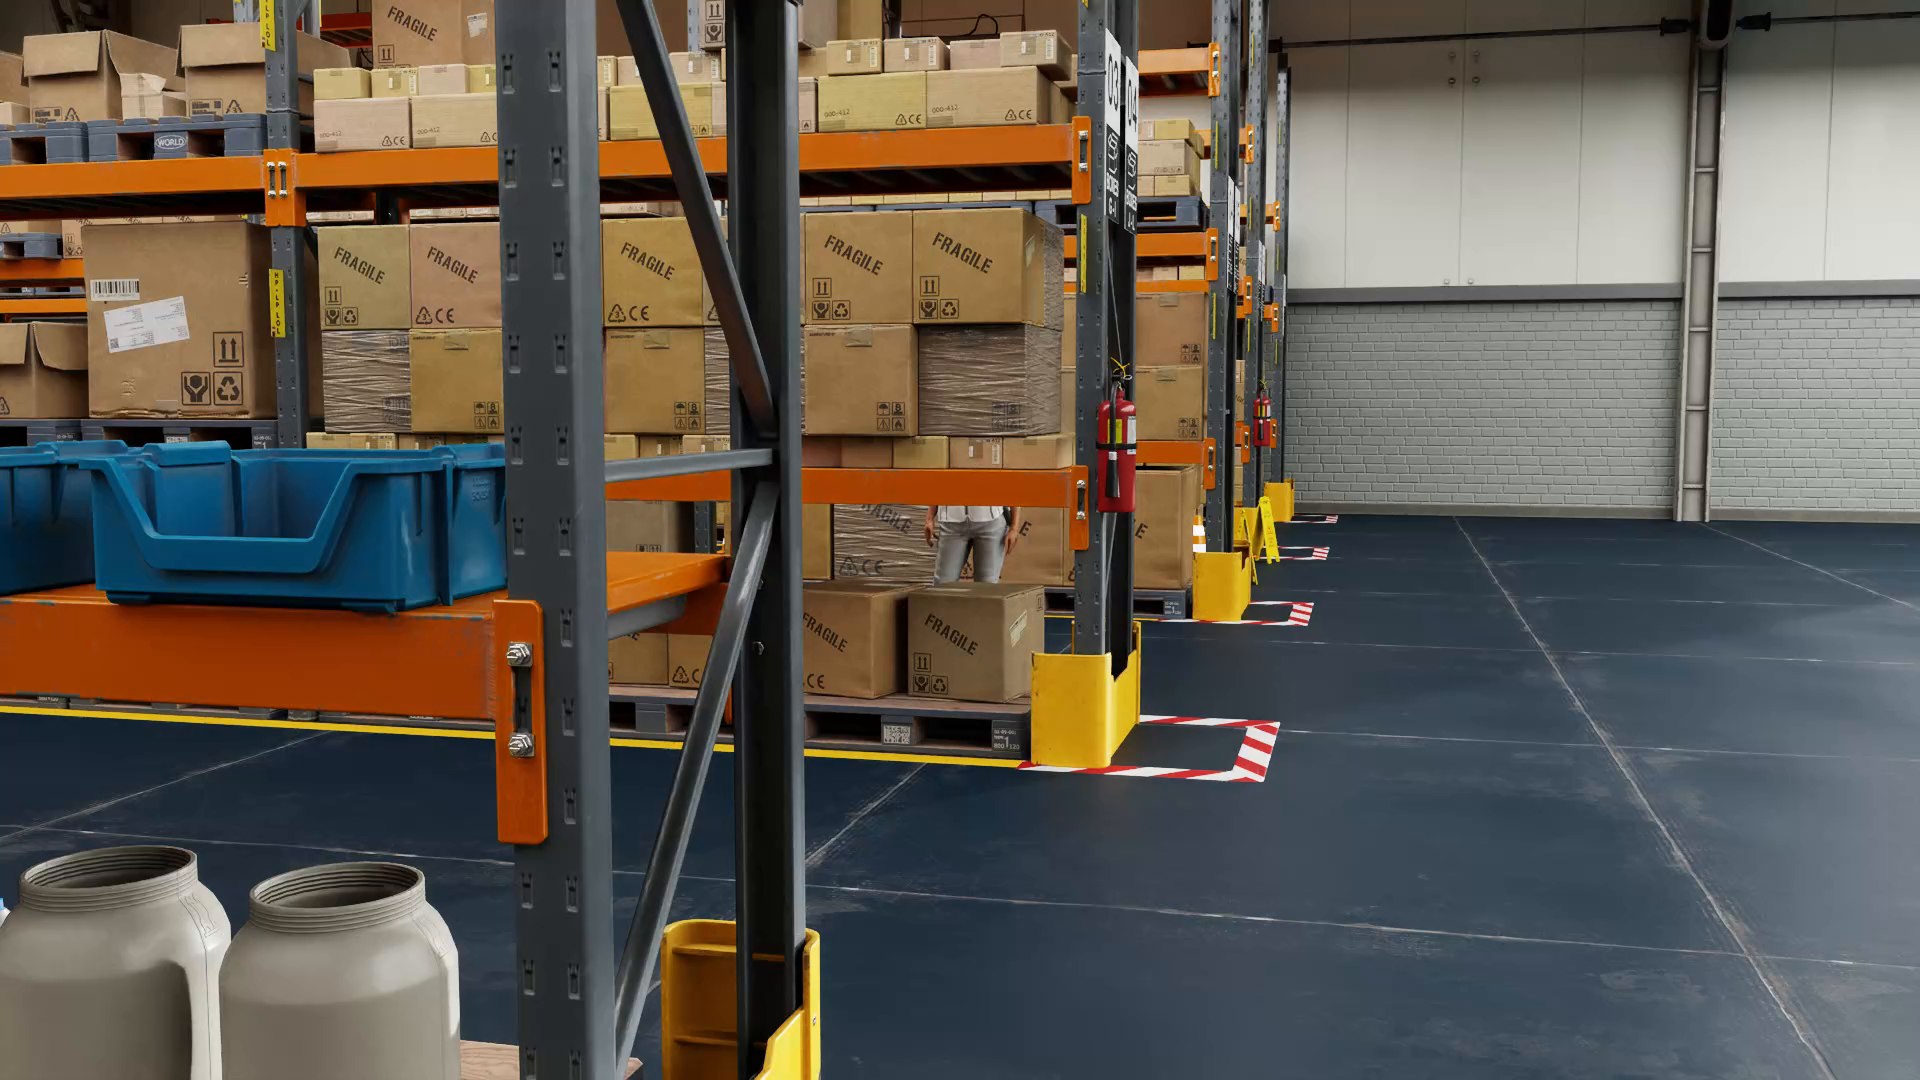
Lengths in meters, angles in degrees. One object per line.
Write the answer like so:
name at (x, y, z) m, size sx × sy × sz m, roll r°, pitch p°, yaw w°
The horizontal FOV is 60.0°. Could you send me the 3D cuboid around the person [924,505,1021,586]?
person at (0.044, -0.052, 9.741) m, size 0.597 × 1.670 × 0.529 m, roll 1°, pitch 5°, yaw 14°
